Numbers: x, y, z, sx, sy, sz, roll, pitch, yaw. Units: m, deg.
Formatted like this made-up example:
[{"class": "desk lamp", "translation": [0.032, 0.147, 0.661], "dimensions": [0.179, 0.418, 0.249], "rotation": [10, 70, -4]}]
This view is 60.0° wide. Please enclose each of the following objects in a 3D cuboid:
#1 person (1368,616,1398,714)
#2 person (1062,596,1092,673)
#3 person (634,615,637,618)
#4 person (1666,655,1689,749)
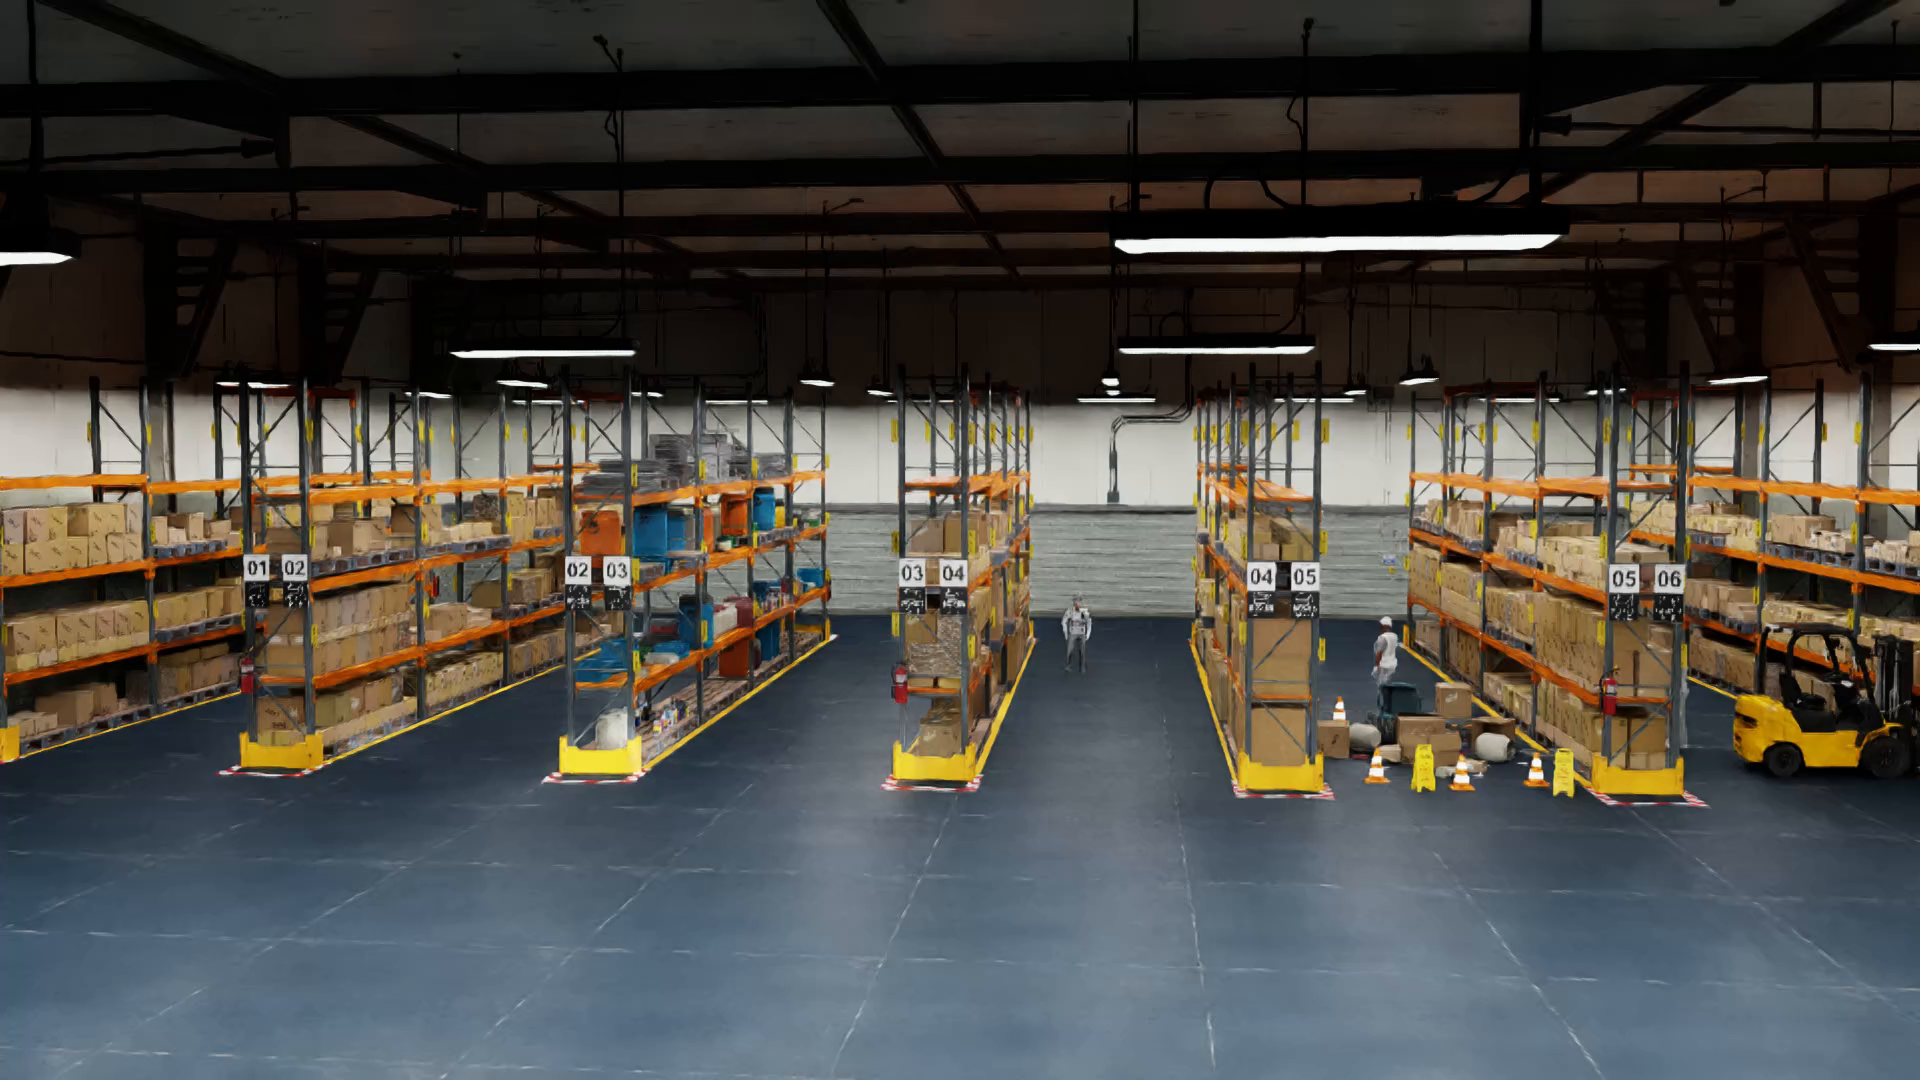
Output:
[{"class": "person", "translation": [7.426, 2.250, 29.176], "dimensions": [0.597, 1.835, 0.665], "rotation": [3, 4, 35]}, {"class": "person", "translation": [2.442, 1.965, 34.750], "dimensions": [0.639, 1.632, 0.506], "rotation": [0, 4, 4]}, {"class": "person", "translation": [-9.049, 1.313, 44.819], "dimensions": [0.624, 1.618, 0.758], "rotation": [-1, 4, -16]}, {"class": "person", "translation": [11.337, 2.463, 26.380], "dimensions": [0.477, 1.669, 0.487], "rotation": [3, 5, 37]}]
